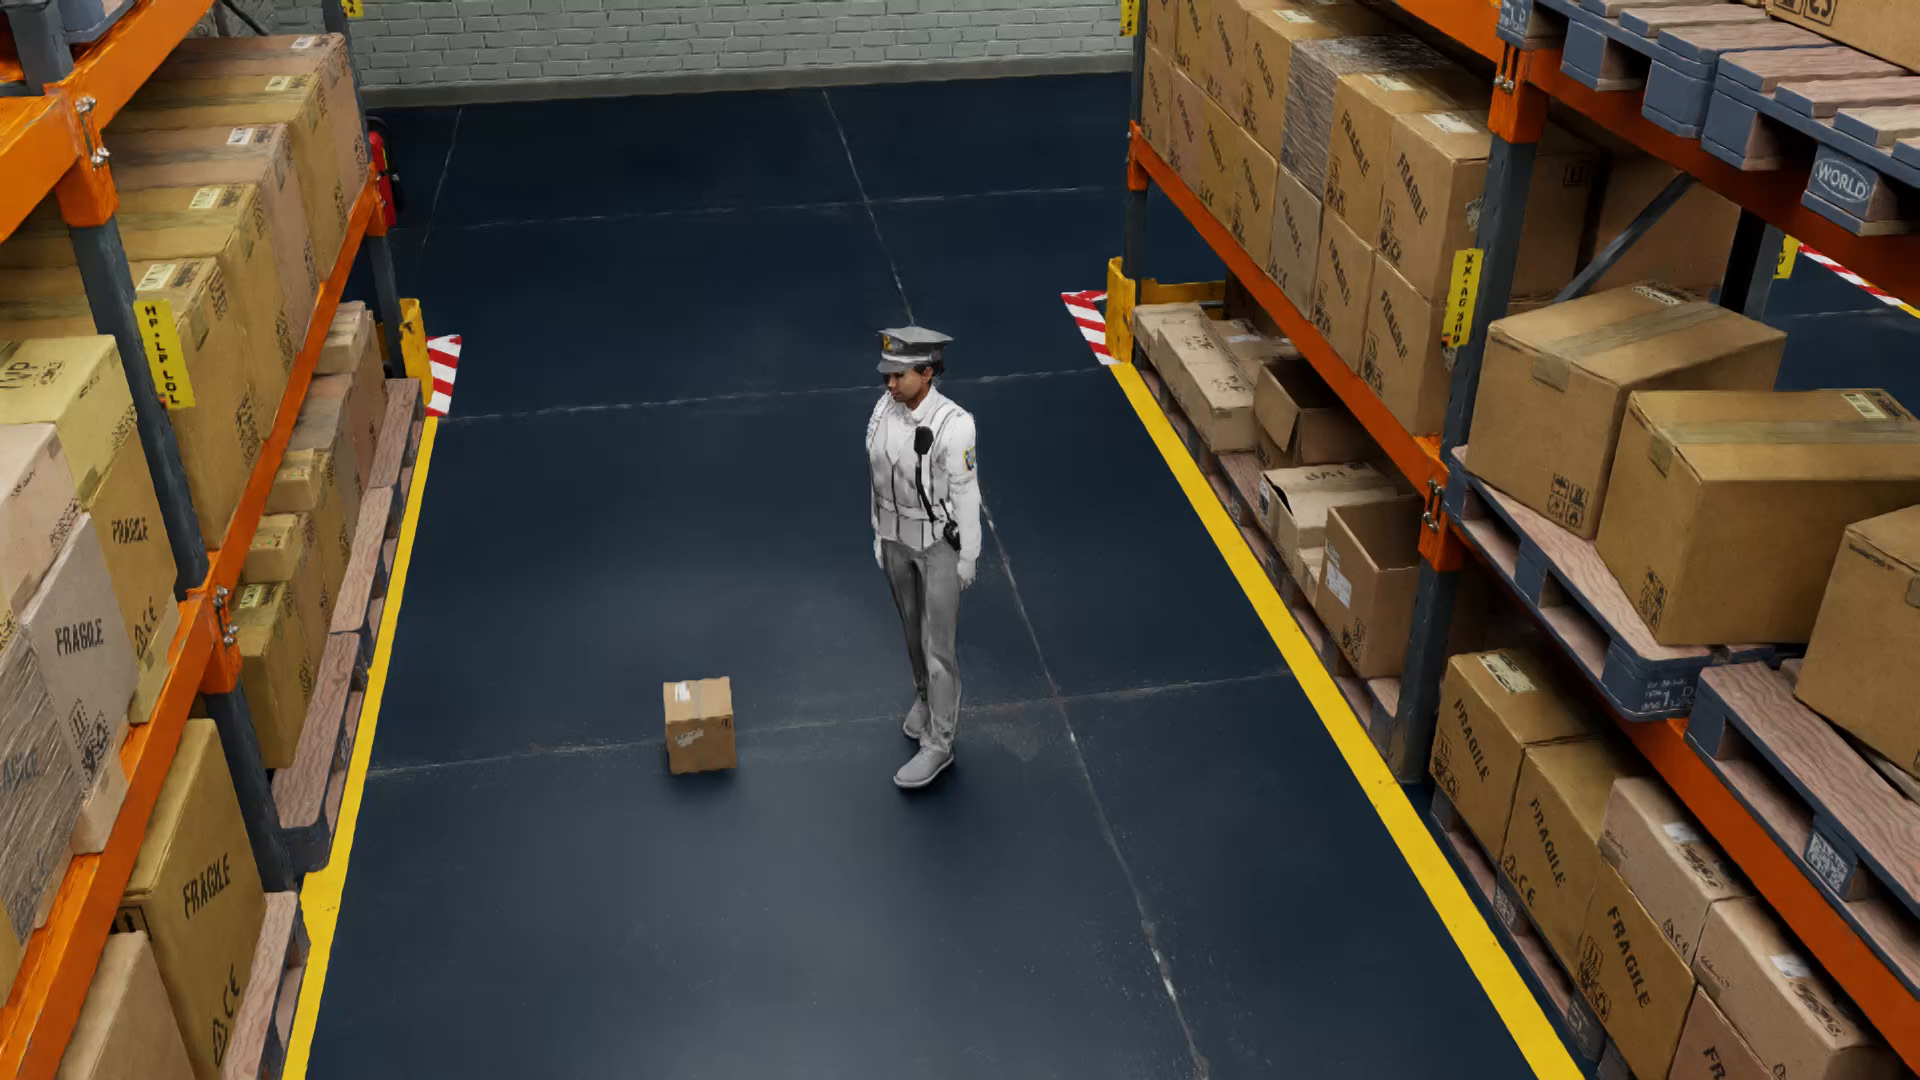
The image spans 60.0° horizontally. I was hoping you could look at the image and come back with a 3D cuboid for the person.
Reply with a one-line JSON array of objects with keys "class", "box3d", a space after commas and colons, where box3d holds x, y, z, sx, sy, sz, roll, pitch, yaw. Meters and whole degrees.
[{"class": "person", "box3d": [-0.200, 0.059, 6.008, 0.529, 1.679, 0.579, 22, 37, 32]}]
